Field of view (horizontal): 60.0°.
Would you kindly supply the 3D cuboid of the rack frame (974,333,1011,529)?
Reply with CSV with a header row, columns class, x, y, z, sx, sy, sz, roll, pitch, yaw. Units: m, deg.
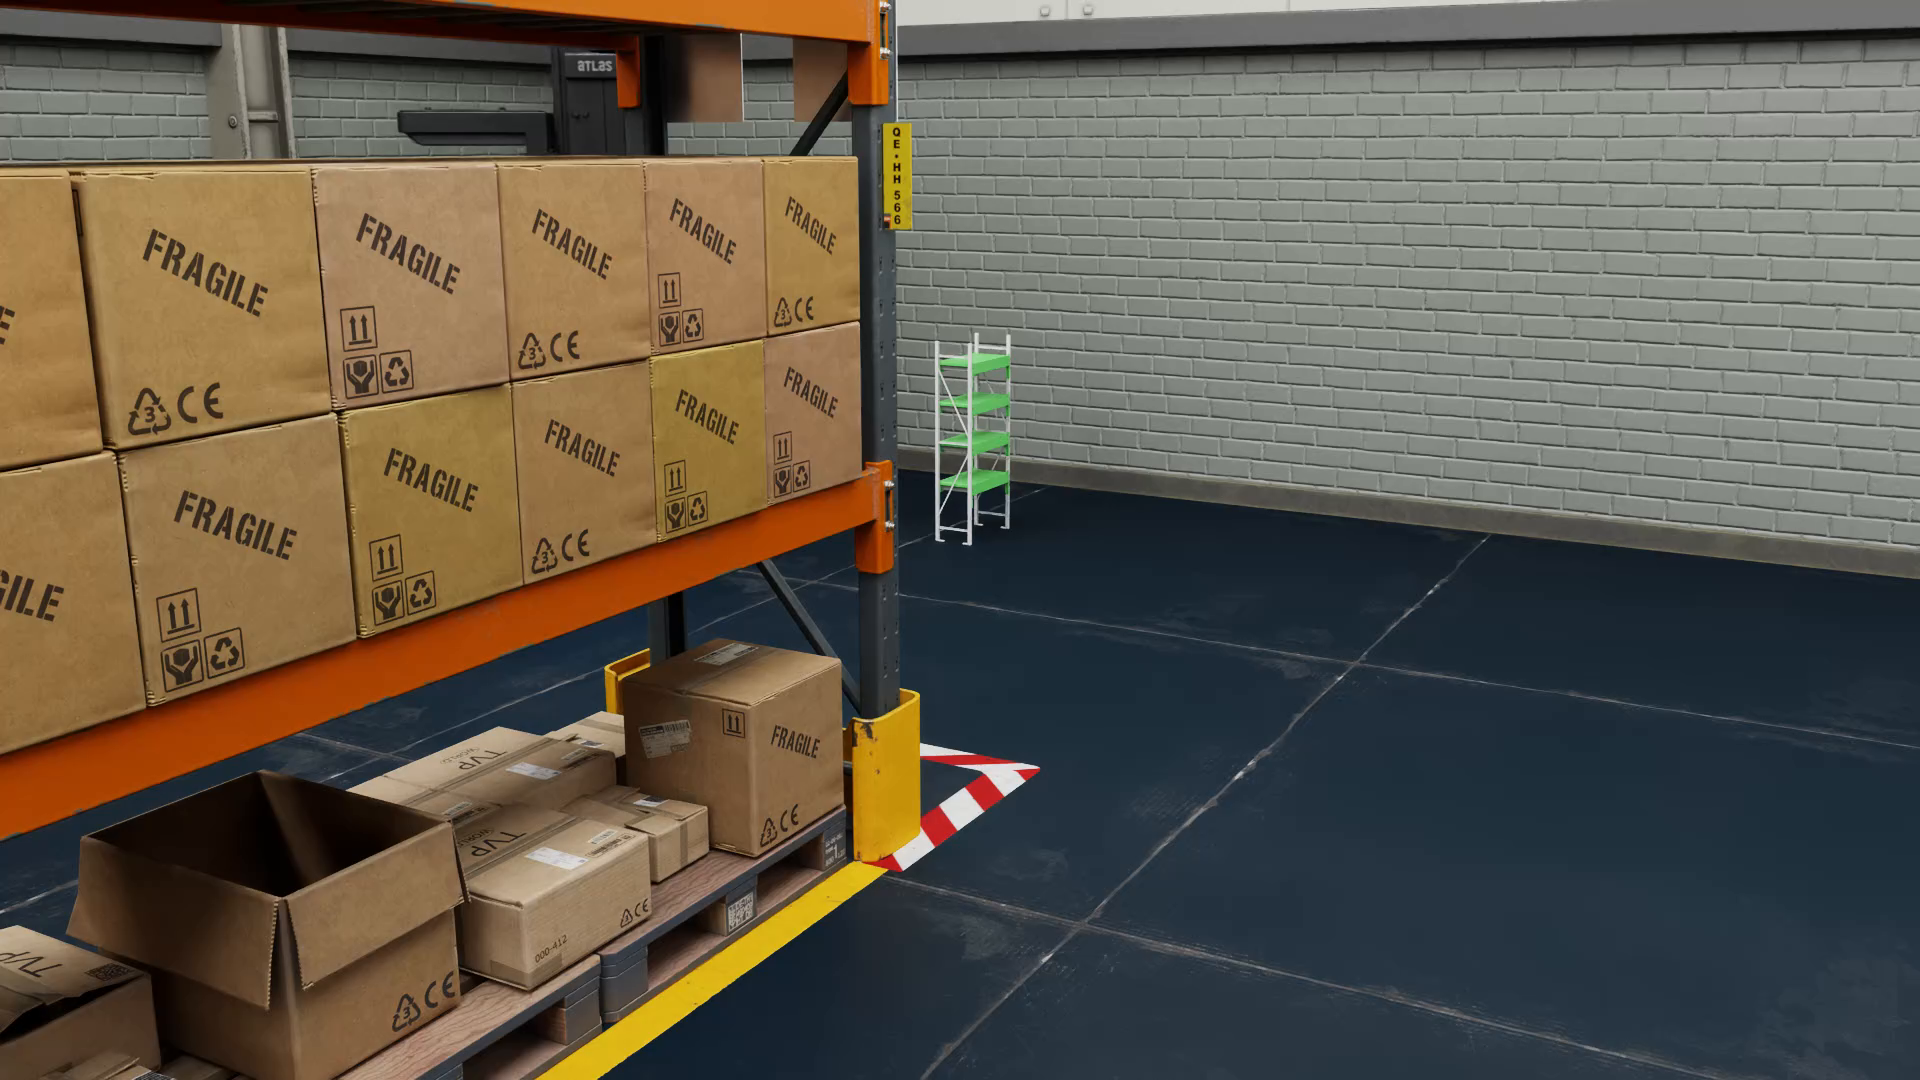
class,x,y,z,sx,sy,sz,roll,pitch,yaw
rack frame,0.198,-0.667,10.241,0.240,1.200,0.015,7,15,28

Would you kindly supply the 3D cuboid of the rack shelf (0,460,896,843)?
class,x,y,z,sx,sy,sz,roll,pitch,yaw
rack shelf,-1.639,0.268,4.055,1.077,0.370,4.000,7,15,28

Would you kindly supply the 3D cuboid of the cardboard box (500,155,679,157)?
class,x,y,z,sx,sy,sz,roll,pitch,yaw
cardboard box,-1.118,-0.965,5.290,0.500,0.500,0.500,8,16,30

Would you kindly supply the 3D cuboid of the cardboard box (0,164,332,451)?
class,x,y,z,sx,sy,sz,roll,pitch,yaw
cardboard box,-1.634,-0.482,3.285,0.500,0.500,0.500,7,15,26

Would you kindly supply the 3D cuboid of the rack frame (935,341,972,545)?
class,x,y,z,sx,sy,sz,roll,pitch,yaw
rack frame,-0.038,-0.567,9.826,0.240,1.200,0.015,7,15,28

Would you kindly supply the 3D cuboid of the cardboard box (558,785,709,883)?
class,x,y,z,sx,sy,sz,roll,pitch,yaw
cardboard box,-0.994,0.884,5.073,0.380,0.166,0.250,7,15,28

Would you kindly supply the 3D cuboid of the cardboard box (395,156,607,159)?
class,x,y,z,sx,sy,sz,roll,pitch,yaw
cardboard box,-1.364,-0.857,4.842,0.500,0.500,0.500,8,15,29

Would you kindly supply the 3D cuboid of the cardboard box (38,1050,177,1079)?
class,x,y,z,sx,sy,sz,roll,pitch,yaw
cardboard box,-1.804,1.252,3.546,0.380,0.166,0.250,7,15,28

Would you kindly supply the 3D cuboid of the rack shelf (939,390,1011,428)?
class,x,y,z,sx,sy,sz,roll,pitch,yaw
rack shelf,0.080,-0.788,9.993,0.258,0.148,0.480,7,15,28

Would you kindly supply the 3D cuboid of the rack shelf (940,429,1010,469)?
class,x,y,z,sx,sy,sz,roll,pitch,yaw
rack shelf,0.080,-0.555,10.049,0.258,0.148,0.480,7,15,28

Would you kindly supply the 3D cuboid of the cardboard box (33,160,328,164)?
class,x,y,z,sx,sy,sz,roll,pitch,yaw
cardboard box,-1.855,-0.651,3.986,0.500,0.500,0.500,7,15,28

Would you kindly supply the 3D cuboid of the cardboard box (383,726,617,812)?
class,x,y,z,sx,sy,sz,roll,pitch,yaw
cardboard box,-1.425,0.813,5.189,0.500,0.250,0.500,7,15,28

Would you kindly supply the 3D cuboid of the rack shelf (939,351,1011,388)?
class,x,y,z,sx,sy,sz,roll,pitch,yaw
rack shelf,0.080,-1.022,9.936,0.258,0.148,0.480,7,15,28

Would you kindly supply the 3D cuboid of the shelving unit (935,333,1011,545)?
class,x,y,z,sx,sy,sz,roll,pitch,yaw
shelving unit,0.080,-0.617,10.034,0.258,1.200,0.503,7,15,28

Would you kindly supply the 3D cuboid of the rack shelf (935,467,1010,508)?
class,x,y,z,sx,sy,sz,roll,pitch,yaw
rack shelf,0.080,-0.322,10.105,0.258,0.148,0.480,7,15,28

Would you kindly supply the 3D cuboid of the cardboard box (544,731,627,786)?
class,x,y,z,sx,sy,sz,roll,pitch,yaw
cardboard box,-1.296,0.770,5.546,0.380,0.166,0.250,7,15,28

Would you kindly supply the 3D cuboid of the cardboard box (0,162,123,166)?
class,x,y,z,sx,sy,sz,roll,pitch,yaw
cardboard box,-2.099,-0.548,3.558,0.500,0.500,0.500,8,15,28

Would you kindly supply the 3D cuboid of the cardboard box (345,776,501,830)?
class,x,y,z,sx,sy,sz,roll,pitch,yaw
cardboard box,-1.667,0.916,4.763,0.500,0.250,0.500,7,15,28

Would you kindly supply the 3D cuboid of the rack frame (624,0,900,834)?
class,x,y,z,sx,sy,sz,roll,pitch,yaw
rack frame,-0.672,-0.492,5.673,1.000,3.000,0.127,7,15,28

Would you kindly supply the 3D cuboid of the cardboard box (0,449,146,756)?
class,x,y,z,sx,sy,sz,roll,pitch,yaw
cardboard box,-1.876,0.101,3.000,0.500,0.500,0.500,8,16,29

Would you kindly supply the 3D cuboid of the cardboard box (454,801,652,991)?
class,x,y,z,sx,sy,sz,roll,pitch,yaw
cardboard box,-1.205,0.962,4.571,0.500,0.250,0.500,7,15,28

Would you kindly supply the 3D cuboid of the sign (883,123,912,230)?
class,x,y,z,sx,sy,sz,roll,pitch,yaw
sign,-0.196,-1.141,5.222,0.100,0.325,0.005,7,15,28

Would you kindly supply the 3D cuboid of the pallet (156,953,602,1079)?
class,x,y,z,sx,sy,sz,roll,pitch,yaw
pallet,-1.684,1.293,4.222,1.003,0.211,1.213,7,15,28

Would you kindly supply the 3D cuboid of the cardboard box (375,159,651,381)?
class,x,y,z,sx,sy,sz,roll,pitch,yaw
cardboard box,-1.137,-0.693,4.162,0.500,0.500,0.500,8,16,30

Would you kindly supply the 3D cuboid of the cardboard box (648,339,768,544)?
class,x,y,z,sx,sy,sz,roll,pitch,yaw
cardboard box,-0.898,-0.311,4.709,0.500,0.500,0.500,8,15,29

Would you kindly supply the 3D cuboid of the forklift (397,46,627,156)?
class,x,y,z,sx,sy,sz,roll,pitch,yaw
forklift,-2.535,-1.370,9.464,3.031,2.935,1.130,-1,14,-5

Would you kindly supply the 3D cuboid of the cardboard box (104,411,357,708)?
class,x,y,z,sx,sy,sz,roll,pitch,yaw
cardboard box,-1.632,-0.001,3.425,0.500,0.500,0.500,7,15,28

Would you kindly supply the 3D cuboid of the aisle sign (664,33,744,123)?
class,x,y,z,sx,sy,sz,roll,pitch,yaw
aisle sign,-0.896,-1.803,5.564,0.394,0.787,0.004,7,15,28

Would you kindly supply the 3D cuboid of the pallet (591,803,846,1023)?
class,x,y,z,sx,sy,sz,roll,pitch,yaw
pallet,-1.094,1.043,5.256,1.003,0.211,1.213,7,15,28

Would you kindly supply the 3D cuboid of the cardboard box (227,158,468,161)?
class,x,y,z,sx,sy,sz,roll,pitch,yaw
cardboard box,-1.610,-0.755,4.418,0.500,0.500,0.500,8,16,29

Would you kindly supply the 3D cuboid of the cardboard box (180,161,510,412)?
class,x,y,z,sx,sy,sz,roll,pitch,yaw
cardboard box,-1.385,-0.588,3.725,0.500,0.500,0.500,8,16,30

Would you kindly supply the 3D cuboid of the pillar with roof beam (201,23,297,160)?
class,x,y,z,sx,sy,sz,roll,pitch,yaw
pillar with roof beam,-0.694,-4.133,7.976,9.100,9.000,0.400,7,15,28

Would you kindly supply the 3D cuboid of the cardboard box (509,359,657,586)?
class,x,y,z,sx,sy,sz,roll,pitch,yaw
cardboard box,-1.144,-0.209,4.287,0.500,0.500,0.500,8,15,28

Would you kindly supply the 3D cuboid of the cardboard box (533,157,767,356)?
class,x,y,z,sx,sy,sz,roll,pitch,yaw
cardboard box,-0.890,-0.800,4.606,0.500,0.500,0.500,8,16,30

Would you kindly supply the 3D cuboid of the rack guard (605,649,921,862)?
class,x,y,z,sx,sy,sz,roll,pitch,yaw
rack guard,-0.709,0.739,5.901,1.175,0.500,0.348,7,15,28

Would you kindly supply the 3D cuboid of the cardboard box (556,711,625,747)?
class,x,y,z,sx,sy,sz,roll,pitch,yaw
cardboard box,-1.176,0.727,5.761,0.380,0.149,0.250,7,15,28

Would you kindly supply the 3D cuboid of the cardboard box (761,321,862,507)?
class,x,y,z,sx,sy,sz,roll,pitch,yaw
cardboard box,-0.651,-0.418,5.152,0.500,0.500,0.500,8,16,30

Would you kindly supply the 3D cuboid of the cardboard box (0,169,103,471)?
class,x,y,z,sx,sy,sz,roll,pitch,yaw
cardboard box,-1.883,-0.376,2.848,0.500,0.500,0.500,7,15,26

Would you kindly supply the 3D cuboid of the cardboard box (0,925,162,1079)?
class,x,y,z,sx,sy,sz,roll,pitch,yaw
cardboard box,-2.216,1.119,3.789,0.500,0.311,0.500,7,15,28

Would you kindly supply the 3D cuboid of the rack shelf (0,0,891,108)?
class,x,y,z,sx,sy,sz,roll,pitch,yaw
rack shelf,-1.639,-1.190,3.704,1.077,0.370,4.000,7,15,28

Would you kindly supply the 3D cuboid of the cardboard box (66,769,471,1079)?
class,x,y,z,sx,sy,sz,roll,pitch,yaw
cardboard box,-1.702,0.943,4.111,0.797,0.503,0.637,7,15,28

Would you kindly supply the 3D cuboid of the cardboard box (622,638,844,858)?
class,x,y,z,sx,sy,sz,roll,pitch,yaw
cardboard box,-0.720,0.649,5.336,0.500,0.500,0.500,7,15,28

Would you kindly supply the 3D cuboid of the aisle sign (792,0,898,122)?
class,x,y,z,sx,sy,sz,roll,pitch,yaw
aisle sign,-0.371,-1.735,5.282,0.394,0.787,0.004,7,15,28

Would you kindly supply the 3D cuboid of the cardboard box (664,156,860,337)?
class,x,y,z,sx,sy,sz,roll,pitch,yaw
cardboard box,-0.647,-0.904,5.036,0.500,0.500,0.500,7,15,28

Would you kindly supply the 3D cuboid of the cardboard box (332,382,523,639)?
class,x,y,z,sx,sy,sz,roll,pitch,yaw
cardboard box,-1.388,-0.106,3.858,0.500,0.500,0.500,7,15,27
